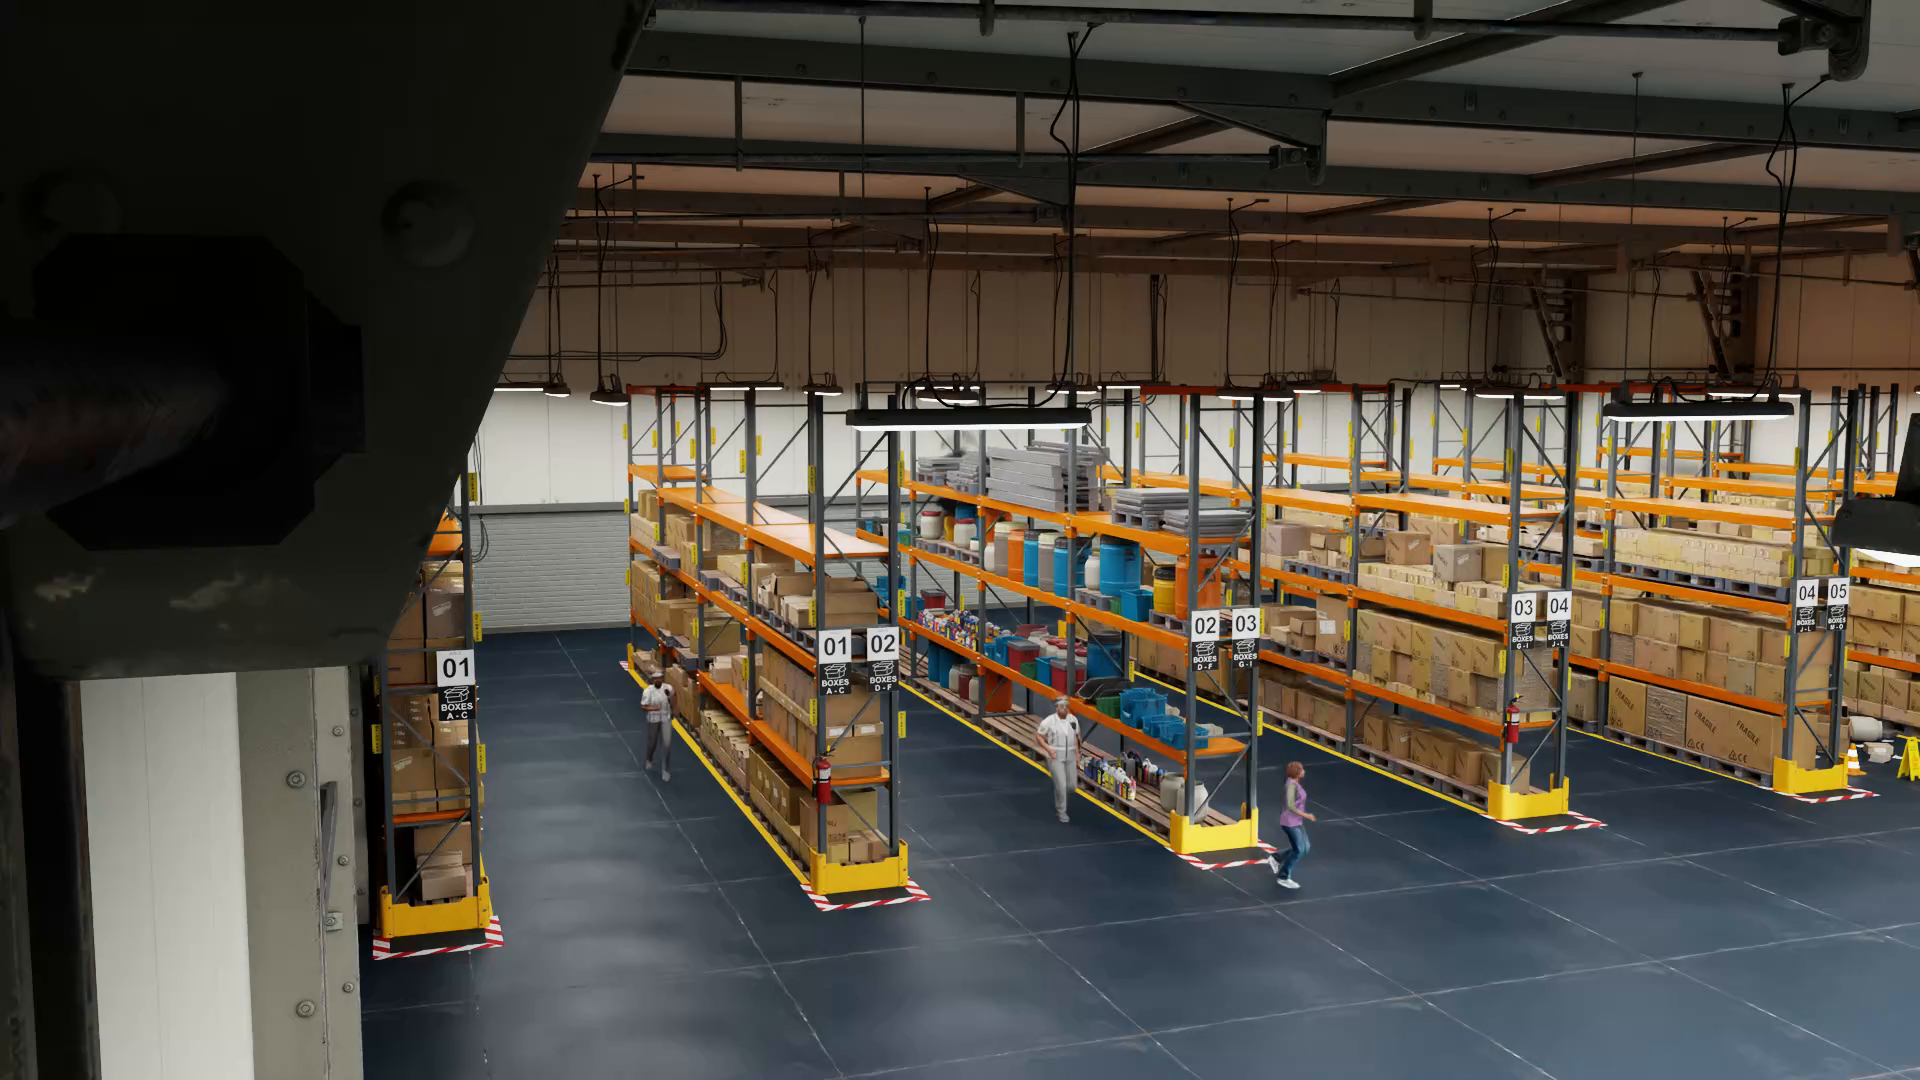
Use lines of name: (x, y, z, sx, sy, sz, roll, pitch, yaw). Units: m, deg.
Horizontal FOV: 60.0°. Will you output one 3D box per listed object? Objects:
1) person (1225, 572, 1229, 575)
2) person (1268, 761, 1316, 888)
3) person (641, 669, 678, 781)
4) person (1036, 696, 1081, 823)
person: (6.125, 1.545, 38.861, 0.593, 1.596, 0.643, -2, 6, -16)
person: (4.075, 3.471, 20.371, 0.579, 1.563, 0.587, 2, 6, 15)
person: (-4.665, 2.831, 25.827, 0.585, 1.746, 0.892, -2, 6, -16)
person: (1.400, 3.046, 23.447, 0.672, 1.762, 0.641, -2, 6, -20)
